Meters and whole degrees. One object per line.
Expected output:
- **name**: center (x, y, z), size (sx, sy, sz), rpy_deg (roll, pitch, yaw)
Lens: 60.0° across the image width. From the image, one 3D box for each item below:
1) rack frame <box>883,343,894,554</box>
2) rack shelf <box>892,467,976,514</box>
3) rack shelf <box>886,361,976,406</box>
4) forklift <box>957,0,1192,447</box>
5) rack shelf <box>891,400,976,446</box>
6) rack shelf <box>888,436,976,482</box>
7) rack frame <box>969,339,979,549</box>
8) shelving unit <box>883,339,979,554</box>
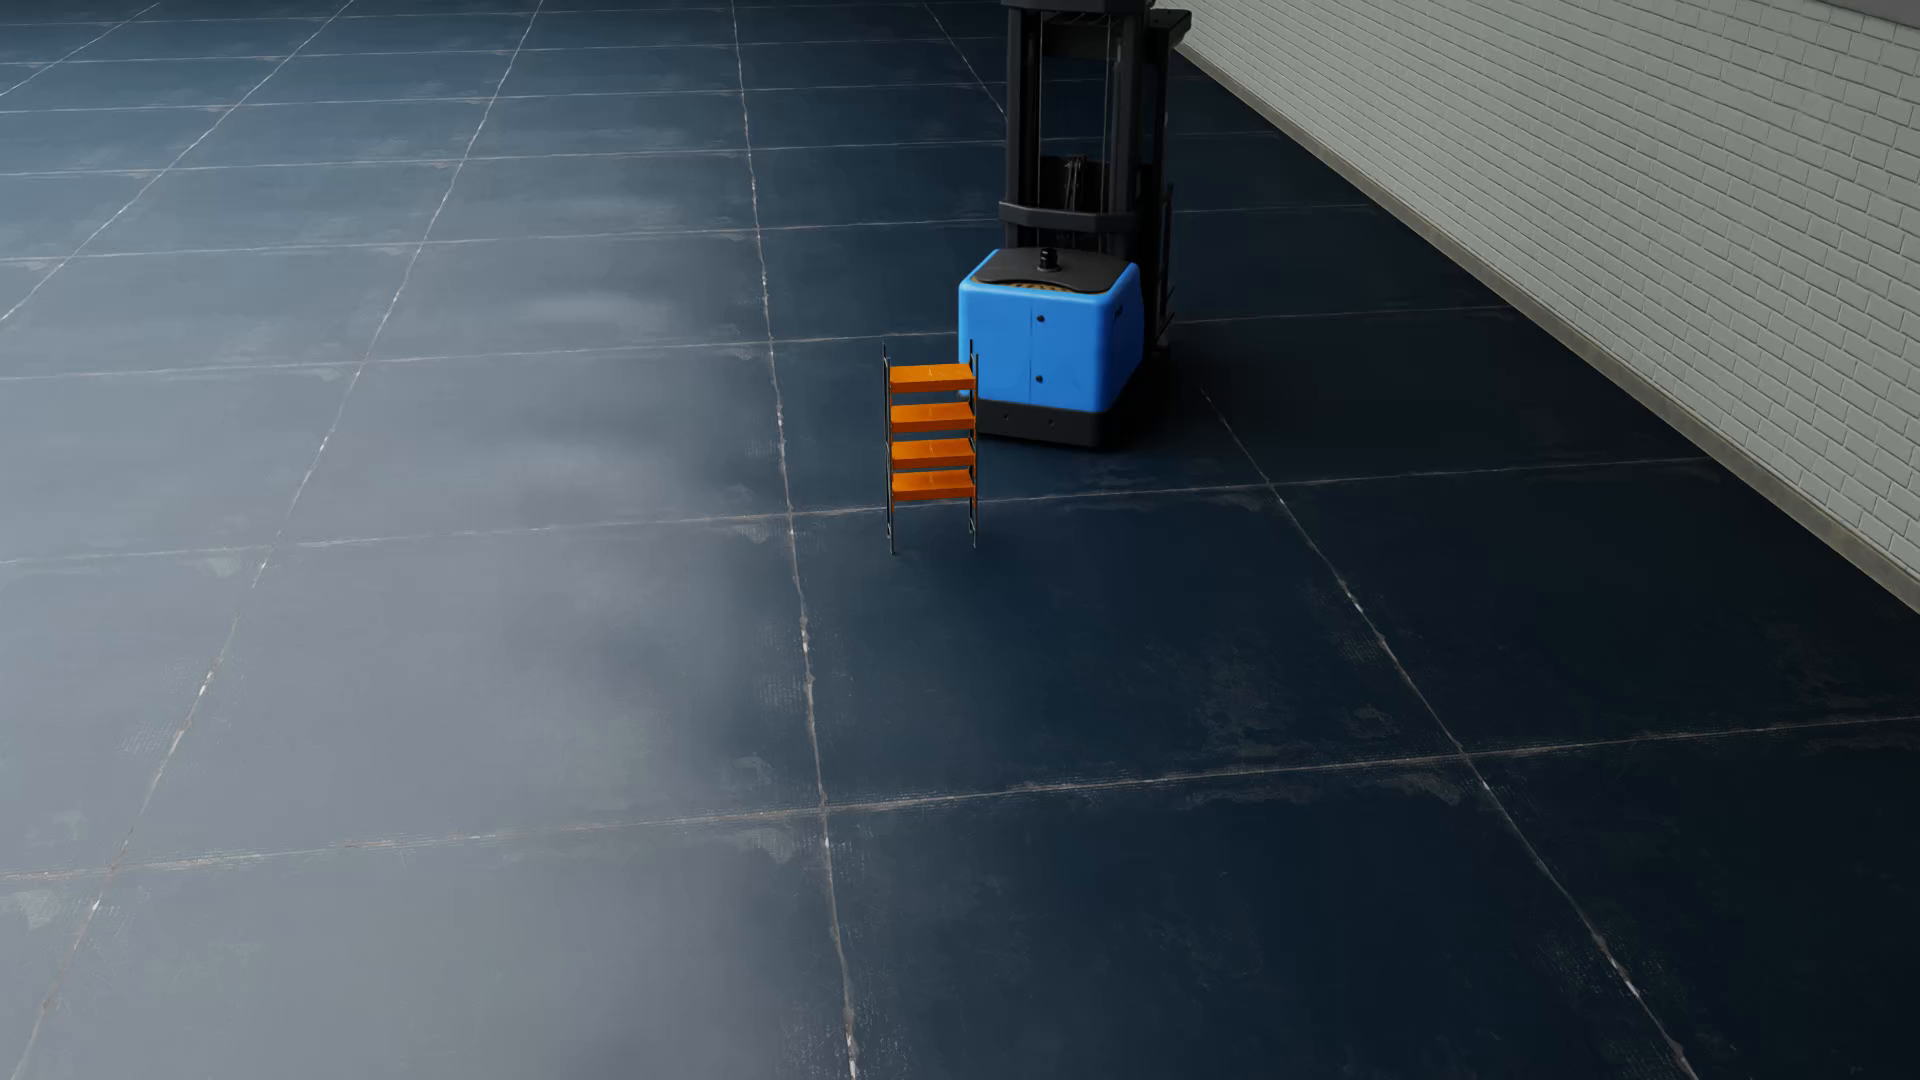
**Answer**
- **rack frame**: center (-0.406, -0.508, 9.425), size (0.015, 1.200, 0.240), rpy_deg (-4, 27, -7)
- **rack shelf**: center (-0.164, -0.287, 9.577), size (0.480, 0.148, 0.258), rpy_deg (-4, 27, -7)
- **rack shelf**: center (-0.164, -0.873, 9.276), size (0.480, 0.148, 0.258), rpy_deg (-4, 27, -7)
- **forklift**: center (0.923, -2.558, 11.524), size (1.130, 2.935, 3.031), rpy_deg (9, 28, 16)
- **rack shelf**: center (-0.164, -0.662, 9.384), size (0.480, 0.148, 0.258), rpy_deg (-4, 27, -7)
- **rack shelf**: center (-0.164, -0.463, 9.486), size (0.480, 0.148, 0.258), rpy_deg (-4, 27, -7)
- **rack frame**: center (0.078, -0.539, 9.486), size (0.015, 1.200, 0.240), rpy_deg (-4, 27, -7)
- **shelving unit**: center (-0.164, -0.523, 9.456), size (0.503, 1.200, 0.258), rpy_deg (-4, 27, -7)
